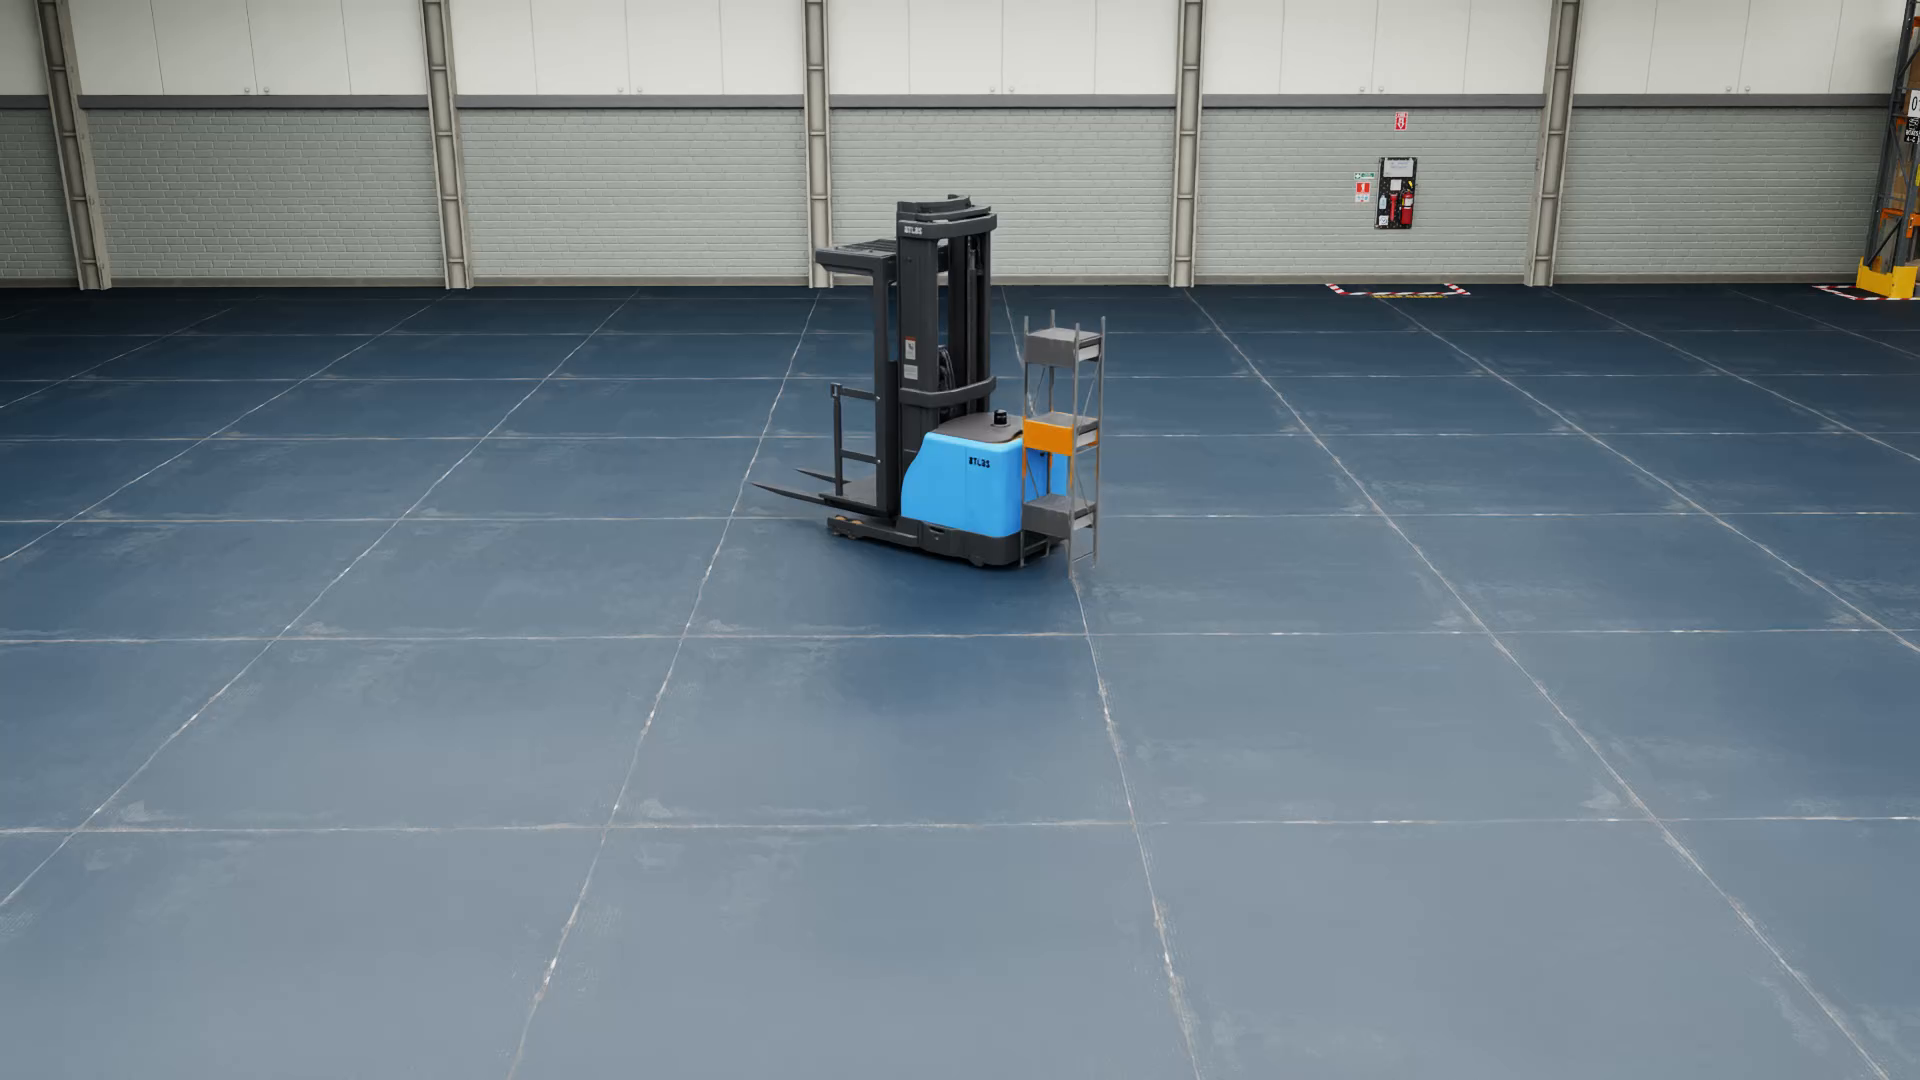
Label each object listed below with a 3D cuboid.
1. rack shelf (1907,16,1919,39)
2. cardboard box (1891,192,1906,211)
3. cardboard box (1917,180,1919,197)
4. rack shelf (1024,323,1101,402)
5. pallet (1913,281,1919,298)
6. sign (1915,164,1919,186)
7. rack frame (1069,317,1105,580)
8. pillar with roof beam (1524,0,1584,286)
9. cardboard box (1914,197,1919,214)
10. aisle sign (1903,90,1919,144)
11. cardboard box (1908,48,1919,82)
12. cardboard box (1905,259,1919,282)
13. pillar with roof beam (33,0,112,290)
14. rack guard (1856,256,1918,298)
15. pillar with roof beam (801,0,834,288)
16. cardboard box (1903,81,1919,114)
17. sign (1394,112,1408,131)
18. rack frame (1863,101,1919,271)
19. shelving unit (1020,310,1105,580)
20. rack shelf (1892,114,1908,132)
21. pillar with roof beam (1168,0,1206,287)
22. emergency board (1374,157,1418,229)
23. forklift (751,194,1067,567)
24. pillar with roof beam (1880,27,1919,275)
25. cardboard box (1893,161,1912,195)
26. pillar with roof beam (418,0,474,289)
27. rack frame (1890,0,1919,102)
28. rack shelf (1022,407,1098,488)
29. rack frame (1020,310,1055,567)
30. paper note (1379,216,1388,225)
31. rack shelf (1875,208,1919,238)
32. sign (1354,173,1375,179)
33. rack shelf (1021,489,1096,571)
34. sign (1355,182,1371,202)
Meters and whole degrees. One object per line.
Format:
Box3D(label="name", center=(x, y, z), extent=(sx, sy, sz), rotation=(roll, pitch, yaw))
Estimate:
Box3D(label="rack shelf", center=(17.006, -7.995, 25.922), extent=(4.000, 0.370, 1.077), rotation=(0, 18, -1))
Box3D(label="cardboard box", center=(15.471, -5.473, 26.910), extent=(0.500, 0.250, 0.500), rotation=(0, 18, 0))
Box3D(label="cardboard box", center=(15.489, -5.679, 26.324), extent=(0.500, 0.500, 0.500), rotation=(0, 18, -1))
Box3D(label="rack shelf", center=(0.830, -1.425, 13.299), extent=(0.480, 0.518, 0.431), rotation=(14, 22, 36))
Box3D(label="pallet", center=(15.895, -4.139, 27.104), extent=(1.213, 0.211, 1.003), rotation=(0, 18, -1))
Box3D(label="sign", center=(15.015, -5.720, 26.049), extent=(0.005, 0.325, 0.100), rotation=(0, 18, -1))
Box3D(label="rack frame", center=(1.019, -0.725, 13.369), extent=(0.015, 2.100, 0.400), rotation=(14, 22, 36))
Box3D(label="pillar with roof beam", center=(9.761, -7.253, 22.427), extent=(0.400, 9.000, 9.100), rotation=(0, 18, -1))
Box3D(label="cardboard box", center=(15.499, -5.317, 26.423), extent=(0.500, 0.250, 0.500), rotation=(-1, 18, -2))
Box3D(label="aisle sign", center=(14.939, -6.619, 26.014), extent=(0.004, 0.787, 0.394), rotation=(0, 18, -1))
Box3D(label="cardboard box", center=(15.433, -7.516, 26.324), extent=(0.500, 0.500, 0.500), rotation=(1, 18, 2))
Box3D(label="cardboard box", center=(15.700, -4.378, 26.966), extent=(0.500, 0.311, 0.500), rotation=(-2, 18, -7))
Box3D(label="pillar with roof beam", center=(-14.236, -7.138, 22.066), extent=(0.400, 9.000, 9.100), rotation=(0, 18, -1))
Box3D(label="rack guard", center=(15.082, -4.283, 27.081), extent=(0.348, 0.500, 1.175), rotation=(0, 18, -1))
Box3D(label="pillar with roof beam", center=(-2.237, -7.196, 22.246), extent=(0.400, 9.000, 9.100), rotation=(0, 18, -1))
Box3D(label="cardboard box", center=(15.420, -7.038, 26.469), extent=(0.500, 0.500, 0.500), rotation=(1, 18, 3))
Box3D(label="sign", center=(7.212, -6.846, 27.182), extent=(0.199, 0.298, 0.001), rotation=(0, 18, -1))
Box3D(label="rack frame", center=(15.006, -5.473, 26.698), extent=(0.127, 3.000, 1.000), rotation=(0, 18, -1))
Box3D(label="shelving unit", center=(0.826, -0.772, 13.511), extent=(0.503, 2.100, 0.431), rotation=(14, 22, 36))
Box3D(label="rack shelf", center=(17.006, -6.568, 26.380), extent=(4.000, 0.370, 1.077), rotation=(0, 18, -1))
Box3D(label="pillar with roof beam", center=(3.762, -7.225, 22.337), extent=(0.400, 9.000, 9.100), rotation=(0, 18, -1))
Box3D(label="emergency board", center=(7.222, -5.711, 27.441), extent=(0.643, 1.169, 0.194), rotation=(0, 18, -1))
Box3D(label="forklift", center=(-0.547, -1.514, 14.468), extent=(3.031, 2.935, 1.130), rotation=(13, 22, 36))
Box3D(label="pillar with roof beam", center=(15.761, -7.282, 22.517), extent=(0.400, 9.000, 9.100), rotation=(0, 18, -1))
Box3D(label="cardboard box", center=(15.474, -5.835, 26.813), extent=(0.500, 0.500, 0.500), rotation=(0, 18, -1))
Box3D(label="pillar with roof beam", center=(-8.236, -7.167, 22.156), extent=(0.400, 9.000, 9.100), rotation=(0, 18, -1))
Box3D(label="rack frame", center=(15.006, -8.330, 25.782), extent=(0.127, 3.000, 1.000), rotation=(0, 18, -1))
Box3D(label="rack shelf", center=(0.826, -0.759, 13.515), extent=(0.480, 0.518, 0.431), rotation=(14, 22, 36))
Box3D(label="rack frame", center=(0.634, -0.819, 13.653), extent=(0.015, 2.100, 0.400), rotation=(14, 22, 36))
Box3D(label="paper note", center=(7.044, -5.312, 27.639), extent=(0.142, 0.148, 0.016), rotation=(0, 18, -1))
Box3D(label="rack shelf", center=(17.006, -5.140, 26.838), extent=(4.000, 0.370, 1.077), rotation=(0, 18, -1))
Box3D(label="sign", center=(6.672, -6.007, 27.436), extent=(0.331, 0.109, 0.001), rotation=(0, 18, -1))
Box3D(label="rack shelf", center=(0.822, -0.094, 13.732), extent=(0.480, 0.518, 0.431), rotation=(14, 22, 36))
Box3D(label="sign", center=(6.667, -5.757, 27.526), extent=(0.234, 0.329, 0.001), rotation=(0, 18, -1))
